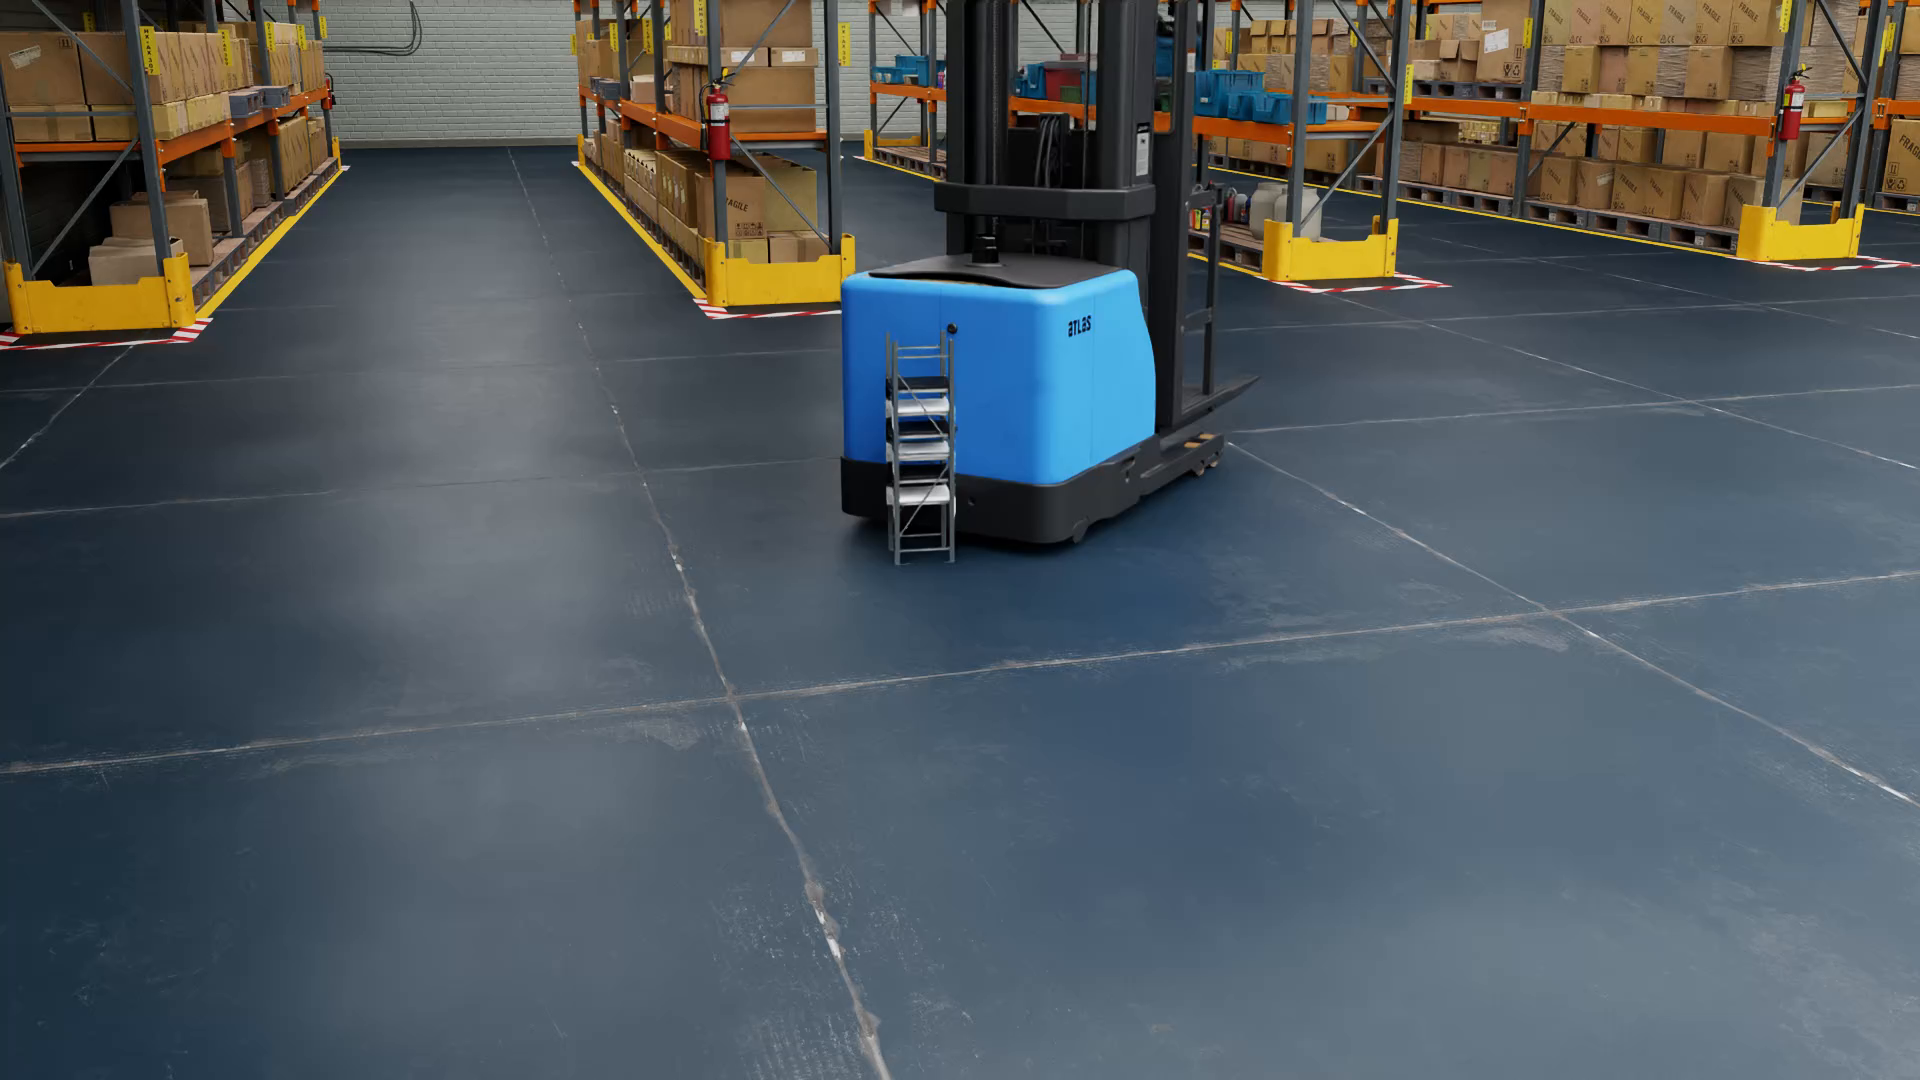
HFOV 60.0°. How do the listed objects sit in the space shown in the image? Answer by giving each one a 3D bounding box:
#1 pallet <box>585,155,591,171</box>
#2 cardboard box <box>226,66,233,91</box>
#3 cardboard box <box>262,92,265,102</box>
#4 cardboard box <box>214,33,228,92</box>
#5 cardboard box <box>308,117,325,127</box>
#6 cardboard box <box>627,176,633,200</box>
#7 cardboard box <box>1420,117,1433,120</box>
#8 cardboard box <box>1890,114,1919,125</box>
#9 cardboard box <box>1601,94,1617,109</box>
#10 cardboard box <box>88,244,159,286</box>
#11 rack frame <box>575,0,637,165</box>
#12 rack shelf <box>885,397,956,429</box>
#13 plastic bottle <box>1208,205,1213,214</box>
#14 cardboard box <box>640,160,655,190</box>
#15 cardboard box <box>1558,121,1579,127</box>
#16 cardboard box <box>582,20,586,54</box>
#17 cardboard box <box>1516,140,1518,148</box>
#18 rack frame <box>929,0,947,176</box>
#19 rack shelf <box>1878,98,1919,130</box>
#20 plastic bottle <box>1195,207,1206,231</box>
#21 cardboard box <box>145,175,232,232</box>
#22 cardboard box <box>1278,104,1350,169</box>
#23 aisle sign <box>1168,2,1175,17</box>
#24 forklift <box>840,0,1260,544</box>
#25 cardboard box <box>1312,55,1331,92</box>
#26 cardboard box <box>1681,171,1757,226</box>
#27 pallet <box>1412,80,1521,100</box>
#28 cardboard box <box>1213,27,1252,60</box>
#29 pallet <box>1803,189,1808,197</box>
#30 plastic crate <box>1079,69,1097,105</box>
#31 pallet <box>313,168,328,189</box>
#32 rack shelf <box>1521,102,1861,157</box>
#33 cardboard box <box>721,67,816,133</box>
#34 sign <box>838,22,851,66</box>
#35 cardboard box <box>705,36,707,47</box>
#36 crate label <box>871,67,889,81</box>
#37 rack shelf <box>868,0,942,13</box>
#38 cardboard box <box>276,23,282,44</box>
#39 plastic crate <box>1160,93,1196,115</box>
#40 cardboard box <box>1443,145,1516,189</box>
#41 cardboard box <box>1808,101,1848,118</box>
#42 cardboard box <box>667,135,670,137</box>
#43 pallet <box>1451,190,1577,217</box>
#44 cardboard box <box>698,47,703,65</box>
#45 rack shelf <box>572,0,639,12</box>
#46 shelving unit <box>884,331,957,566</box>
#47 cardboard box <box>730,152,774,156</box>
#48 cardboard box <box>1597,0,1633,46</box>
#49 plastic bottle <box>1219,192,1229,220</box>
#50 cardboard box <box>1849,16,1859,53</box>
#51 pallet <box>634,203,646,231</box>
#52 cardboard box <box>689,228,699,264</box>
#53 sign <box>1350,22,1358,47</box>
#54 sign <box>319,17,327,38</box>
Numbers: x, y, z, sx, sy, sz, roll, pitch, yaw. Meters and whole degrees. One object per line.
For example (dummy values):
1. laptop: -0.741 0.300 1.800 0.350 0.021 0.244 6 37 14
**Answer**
1. pallet: -5.594 -6.212 27.266 1.003 0.211 1.213 -5 17 -15
2. cardboard box: -7.553 -4.634 16.228 0.700 0.500 0.500 -3 17 -10
3. cardboard box: -8.267 -5.182 19.392 0.380 0.149 0.250 -5 17 -16
4. cardboard box: -6.872 -4.268 14.868 0.500 0.500 0.500 -5 17 -15
5. cardboard box: -10.098 -6.504 25.879 0.380 0.149 0.250 -5 17 -16
6. cardboard box: -3.636 -4.153 19.615 0.500 0.250 0.500 -5 17 -17
7. cardboard box: 8.590 -7.676 30.483 0.380 0.149 0.250 -6 18 -18
8. cardboard box: 15.308 -6.523 26.417 0.875 0.875 0.875 -5 17 -16
9. cardboard box: 7.125 -4.705 17.837 0.380 0.149 0.250 -5 17 -15
10. cardboard box: -6.304 -2.092 12.612 0.500 0.311 0.500 -7 18 -22
11. rack frame: -5.835 -7.789 27.669 1.000 3.000 0.127 -5 17 -15
12. rack shelf: -0.158 -0.503 6.551 0.258 0.077 0.200 -3 17 -9
13. plastic bottle: 2.458 -3.218 16.407 0.061 0.283 0.133 -5 17 -15
14. cardboard box: -3.208 -3.994 18.108 0.500 0.311 0.500 -5 17 -15
15. cardboard box: 9.820 -6.678 26.282 0.500 0.250 0.500 -4 17 -13
16. cardboard box: -5.543 -7.749 25.623 0.500 0.500 0.500 -5 17 -16
17. cardboard box: 9.795 -6.791 28.571 0.380 0.149 0.250 -5 18 -18
18. rack frame: 0.028 -7.073 25.286 1.000 3.000 0.127 -5 17 -15
19. rack shelf: 12.335 -4.718 18.697 1.077 0.370 4.000 -5 17 -15
20. plastic bottle: 2.349 -3.168 16.241 0.061 0.283 0.133 -4 17 -14
21. cardboard box: -7.518 -3.293 16.281 0.700 0.500 0.500 -4 17 -13
22. cardboard box: 5.482 -5.982 24.615 1.225 0.875 0.875 -5 17 -15
23. aisle sign: 3.959 -9.860 30.044 0.394 0.787 0.004 -5 17 -15
24. forklift: 0.640 -1.764 7.729 1.130 2.935 3.031 9 19 27
25. cardboard box: 5.384 -6.662 23.741 0.500 0.500 0.500 -5 17 -16
26. cardboard box: 7.735 -3.486 16.959 0.500 0.500 0.500 0 17 -1
27. pallet: 6.472 -5.722 21.121 1.003 0.211 1.213 -5 17 -15
28. cardboard box: 4.406 -8.001 26.813 0.500 0.500 0.500 -4 17 -14
29. pallet: 11.162 -4.826 22.652 1.003 0.211 1.213 -5 17 -15
30. plastic crate: 1.624 -5.133 18.855 0.392 0.384 0.575 -5 17 -15
31. pallet: -9.632 -5.171 23.800 1.003 0.211 1.213 -5 17 -15
32. rack shelf: 7.538 -4.354 17.484 1.077 0.370 4.000 -5 17 -15
33. cardboard box: -1.554 -3.541 13.354 0.700 0.500 0.500 -5 17 -15
34. sign: -0.903 -3.858 12.940 0.100 0.325 0.005 -5 17 -15
35. cardboard box: -1.719 -4.322 13.699 0.700 0.500 0.500 -5 17 -17
36. crate label: -1.320 -8.034 28.670 0.416 0.233 0.303 -5 17 -15
37. rack shelf: -0.522 -8.719 26.799 1.077 0.370 4.000 -5 17 -15
38. cardboard box: -8.565 -6.175 20.267 0.500 0.250 0.500 -5 17 -15
39. plastic crate: 2.328 -4.361 16.625 0.450 0.188 0.662 -5 17 -15
40. cardboard box: 6.573 -4.725 21.049 0.700 0.500 0.500 -6 18 -20
41. cardboard box: 8.239 -4.123 15.900 0.380 0.149 0.250 -5 17 -15
42. cardboard box: -4.197 -5.445 23.445 0.500 0.500 0.500 -5 17 -15
43. pallet: 6.773 -4.132 20.340 1.003 0.211 1.213 -5 17 -15
44. cardboard box: -2.010 -4.098 14.079 0.380 0.149 0.250 -4 17 -14
45. rack shelf: -5.286 -8.328 25.499 1.077 0.370 4.000 -5 17 -15
46. shelving unit: -0.158 -0.362 6.594 0.258 0.900 0.210 -3 17 -9
47. cardboard box: -2.074 -3.463 16.013 0.500 0.500 0.500 -5 17 -15
48. cardboard box: 7.143 -5.500 17.619 0.500 0.500 0.500 -5 17 -15
49. plastic bottle: 2.730 -3.457 17.204 0.061 0.283 0.133 -5 17 -15
50. cardboard box: 11.500 -6.422 21.205 0.700 0.500 0.500 -5 17 -16
51. pallet: -3.116 -3.673 18.813 1.003 0.211 1.213 -5 17 -15
52. cardboard box: -2.019 -2.510 14.144 0.500 0.250 0.500 -5 17 -15
53. sign: 5.356 -6.868 22.590 0.100 0.325 0.005 -5 17 -15
54. sign: -10.072 -8.103 26.291 0.100 0.325 0.005 -5 17 -15
